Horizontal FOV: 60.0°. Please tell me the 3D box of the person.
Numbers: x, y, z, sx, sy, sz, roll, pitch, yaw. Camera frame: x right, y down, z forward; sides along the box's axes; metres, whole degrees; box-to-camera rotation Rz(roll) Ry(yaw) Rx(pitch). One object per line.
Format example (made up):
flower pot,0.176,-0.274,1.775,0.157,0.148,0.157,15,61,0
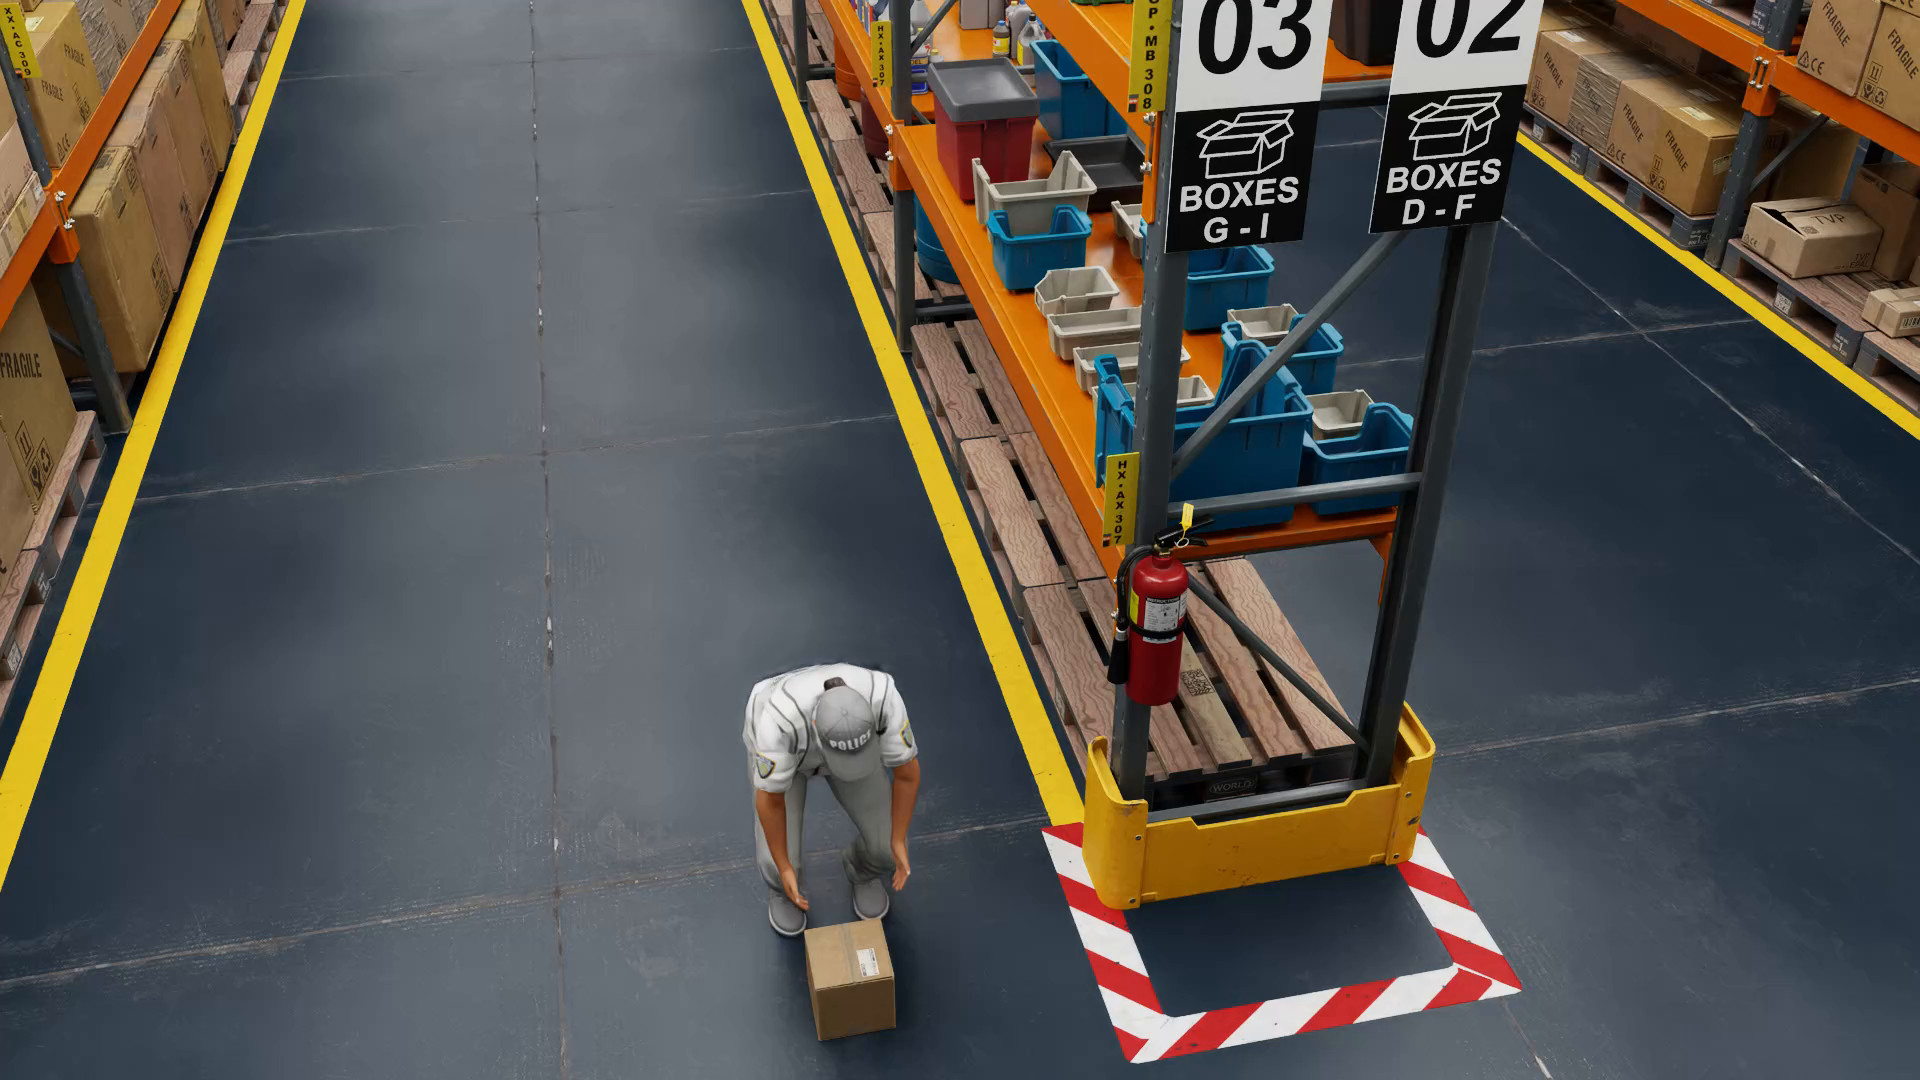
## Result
person,-0.448,0.595,5.286,0.453,1.660,0.543,-7,35,-11
